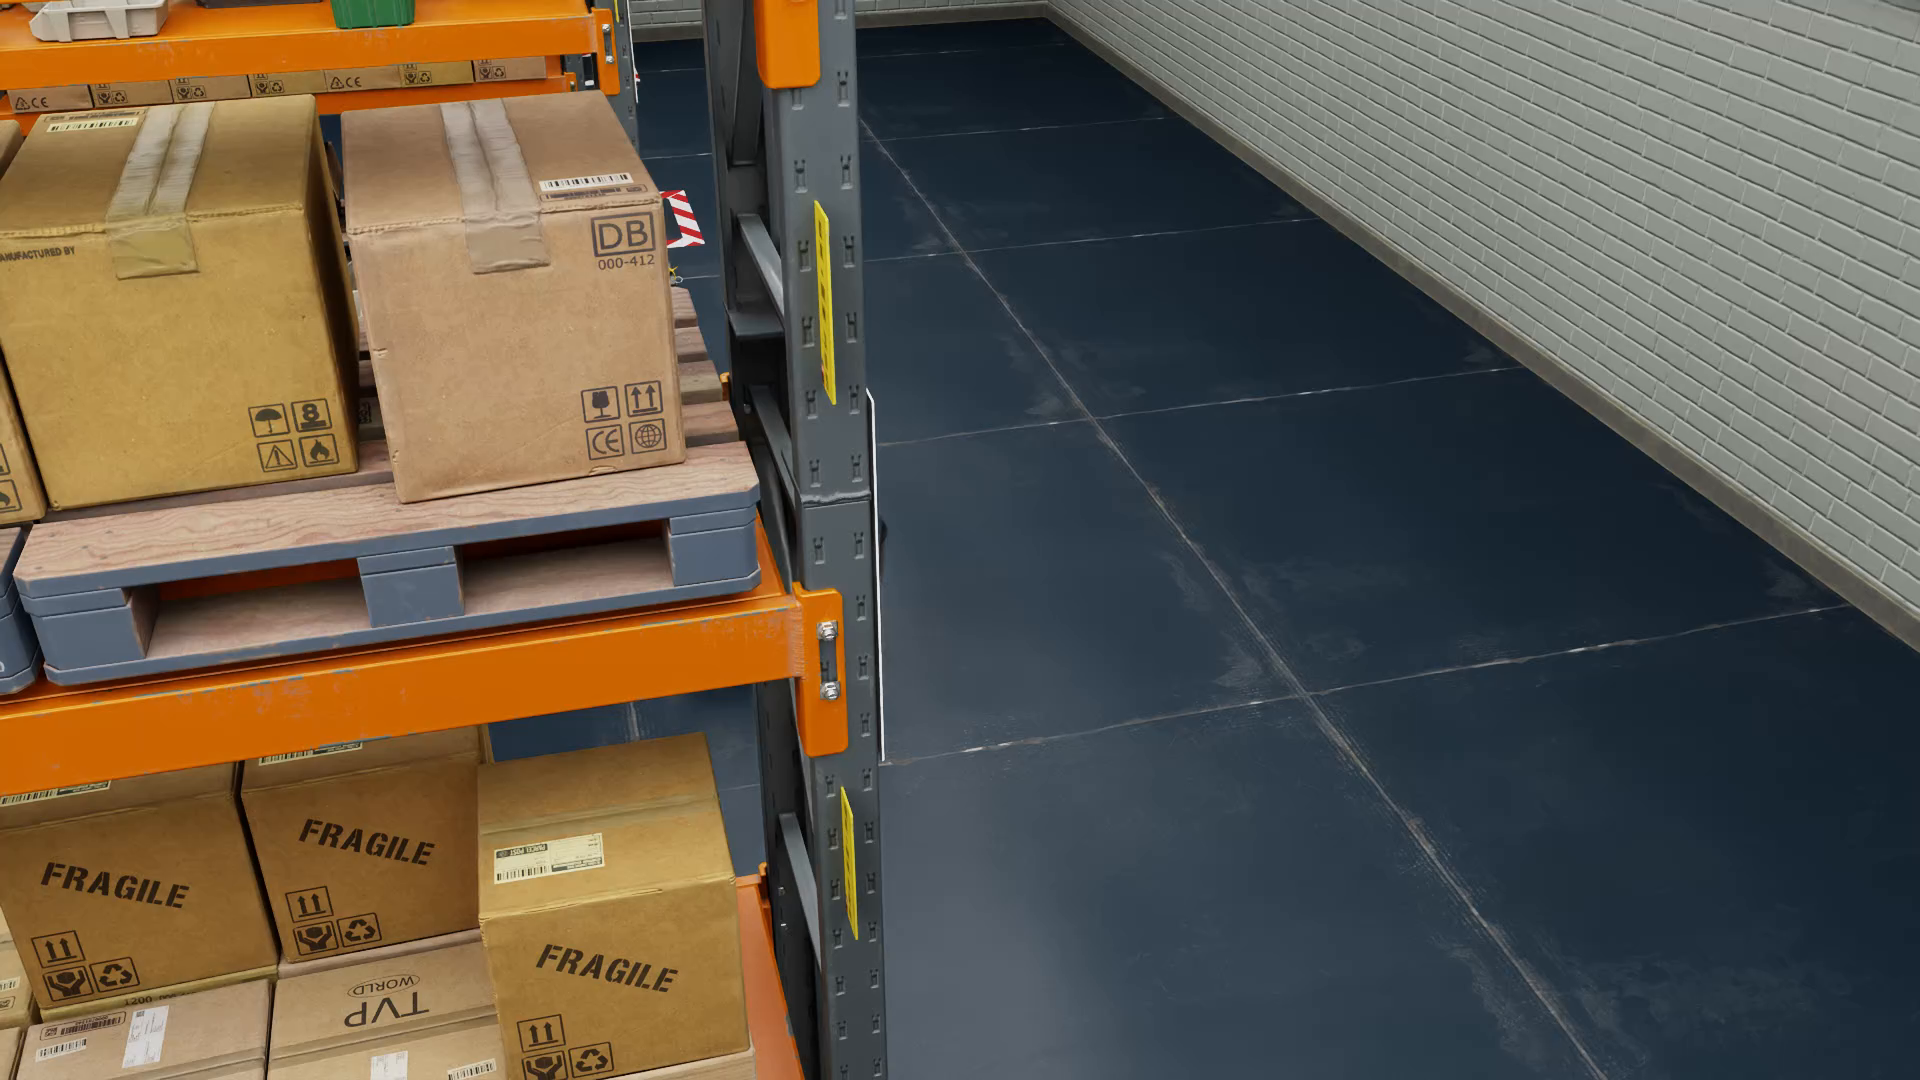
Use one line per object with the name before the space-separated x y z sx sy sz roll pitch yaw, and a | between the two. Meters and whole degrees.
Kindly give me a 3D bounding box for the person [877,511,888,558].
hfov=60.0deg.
person | -0.810 0.192 7.692 0.952 0.884 0.519 -9 31 -15
